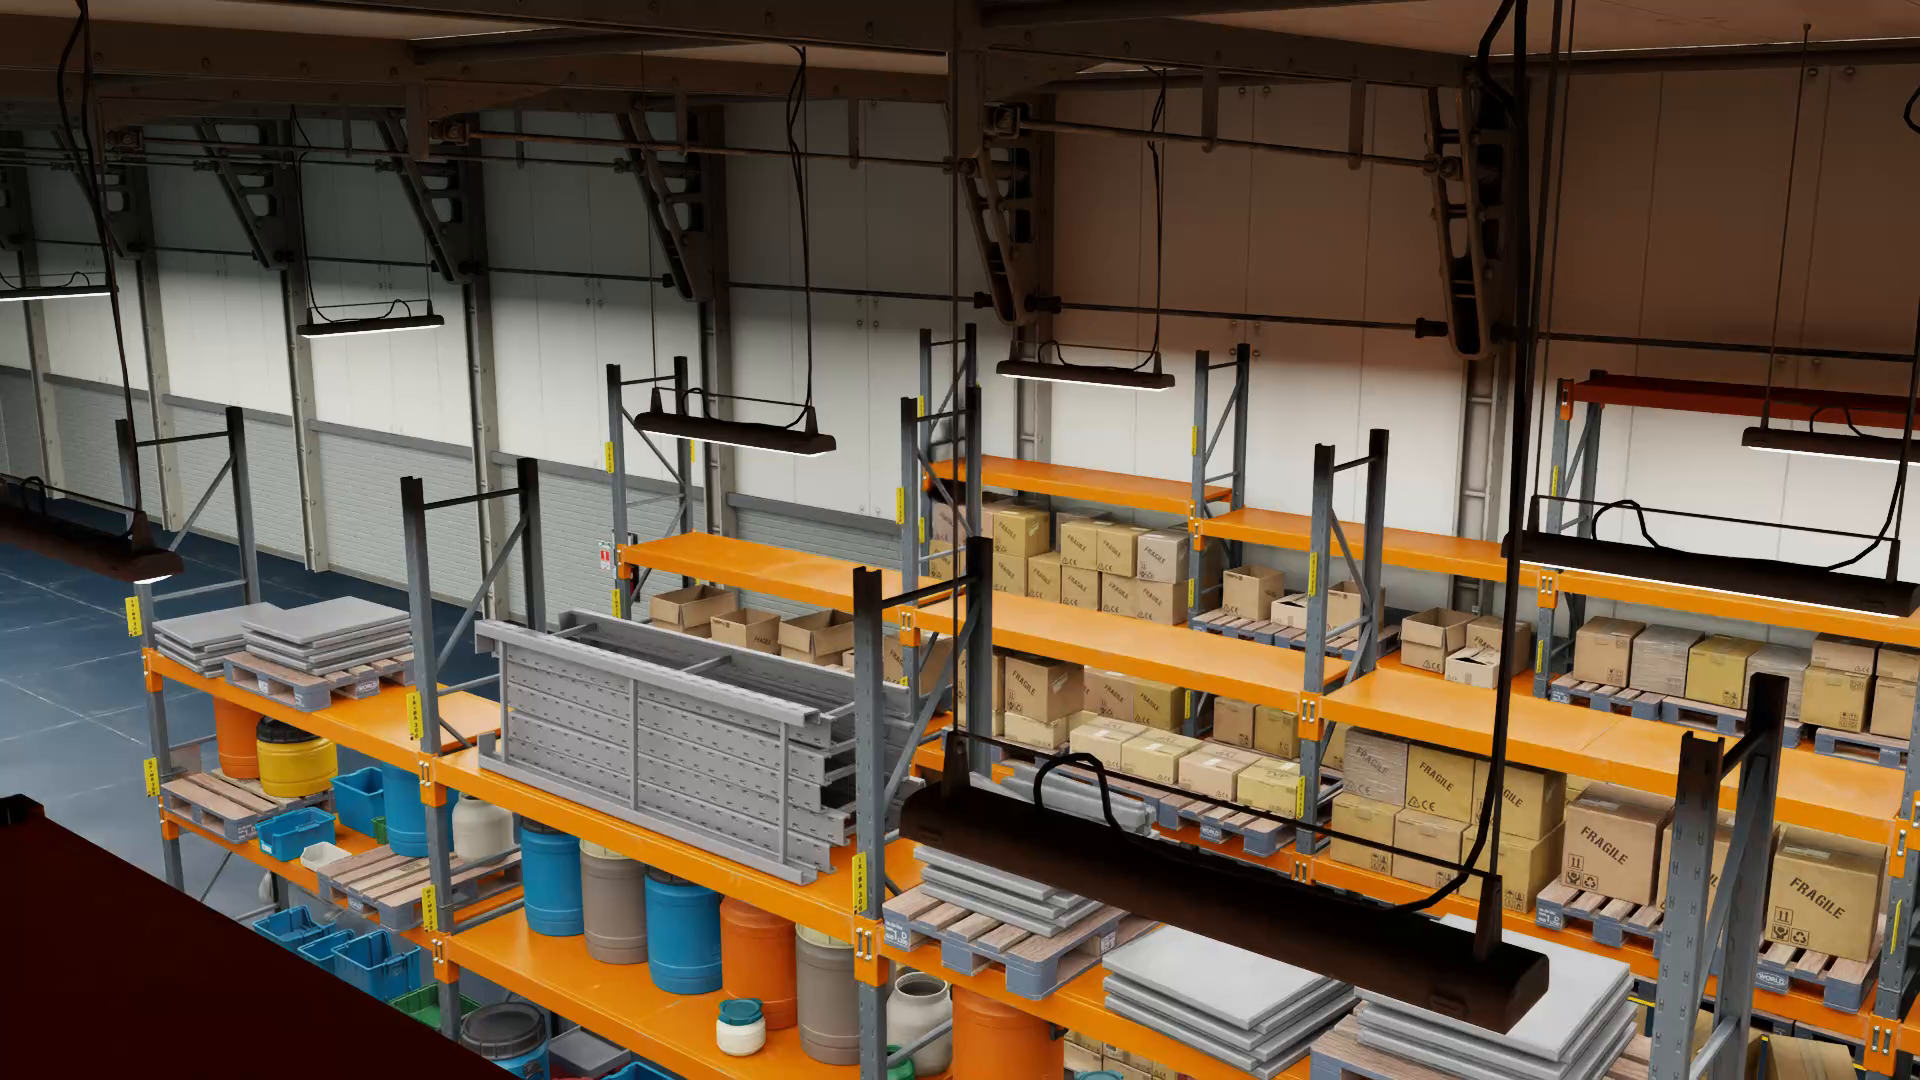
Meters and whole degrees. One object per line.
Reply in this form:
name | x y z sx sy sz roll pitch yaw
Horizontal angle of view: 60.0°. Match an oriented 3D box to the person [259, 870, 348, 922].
person | -7.016 3.414 17.539 1.018 1.721 0.708 -4 13 -18
